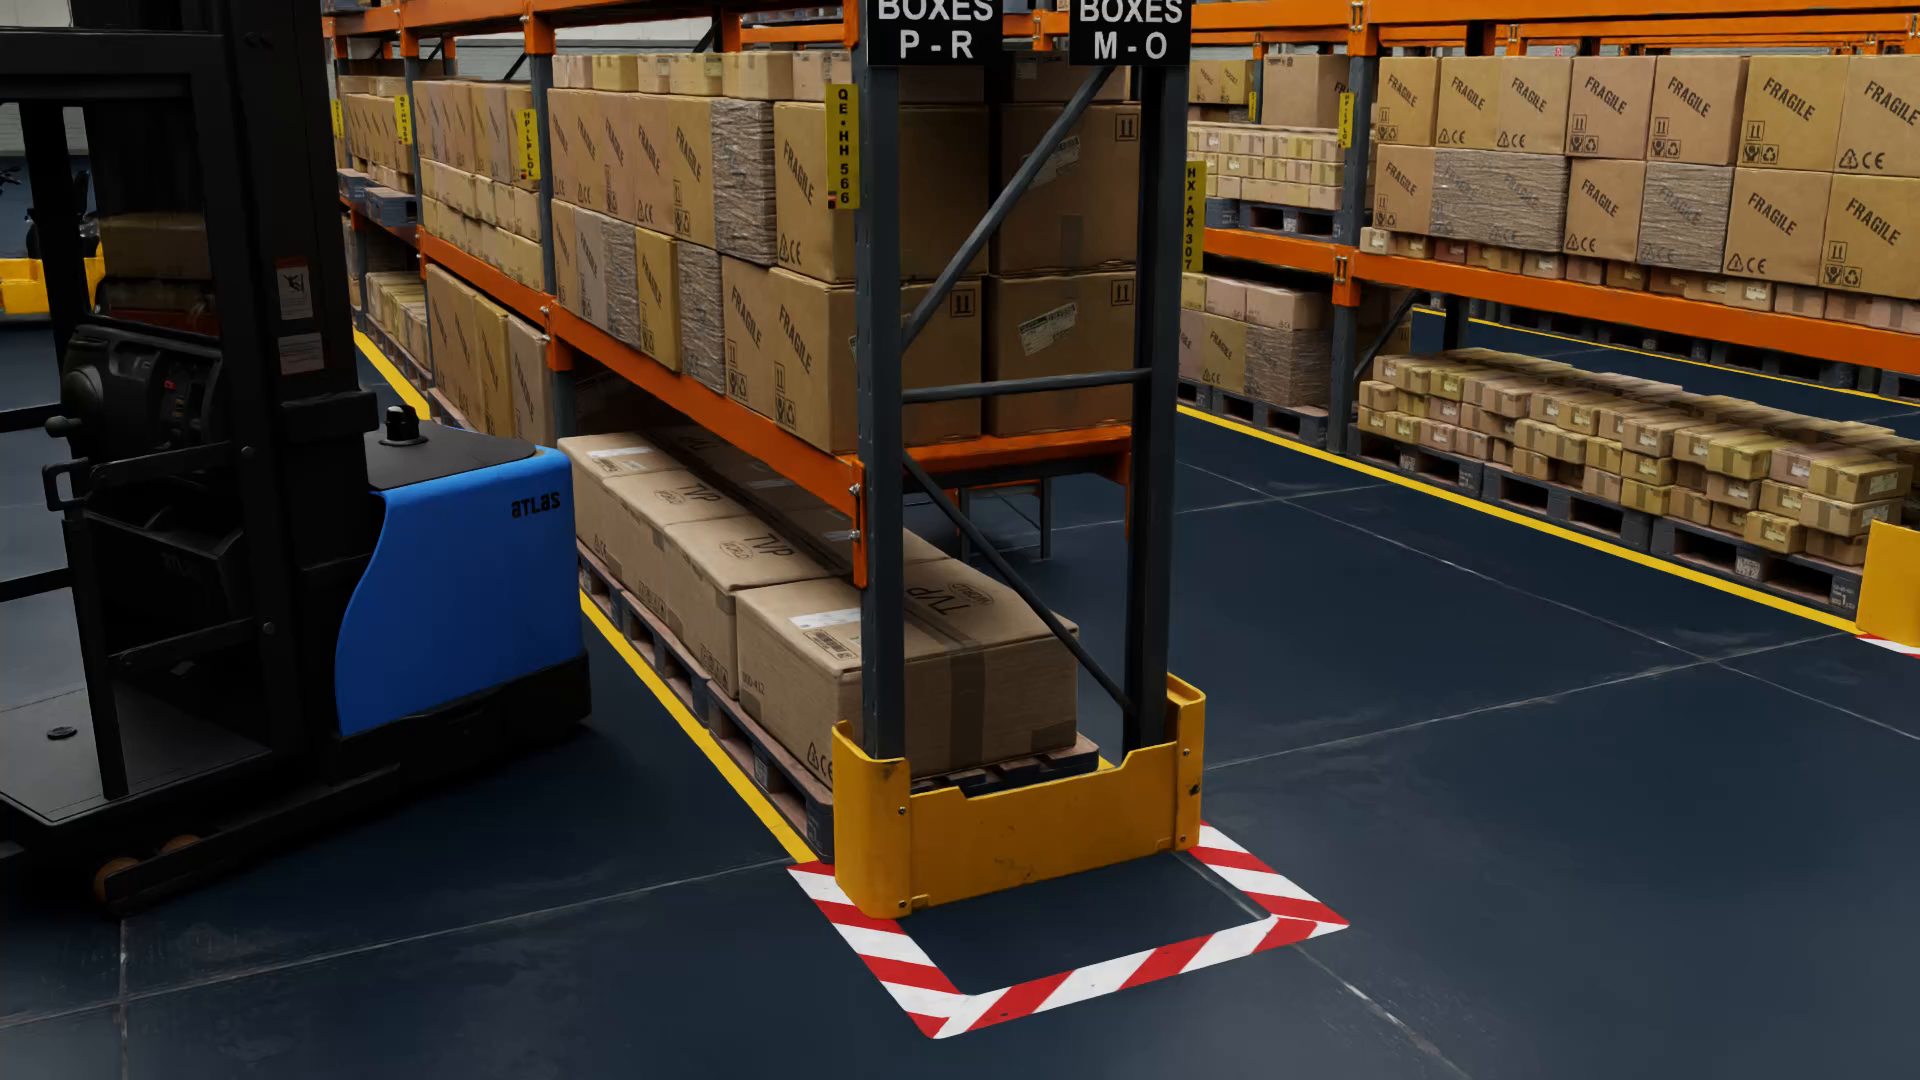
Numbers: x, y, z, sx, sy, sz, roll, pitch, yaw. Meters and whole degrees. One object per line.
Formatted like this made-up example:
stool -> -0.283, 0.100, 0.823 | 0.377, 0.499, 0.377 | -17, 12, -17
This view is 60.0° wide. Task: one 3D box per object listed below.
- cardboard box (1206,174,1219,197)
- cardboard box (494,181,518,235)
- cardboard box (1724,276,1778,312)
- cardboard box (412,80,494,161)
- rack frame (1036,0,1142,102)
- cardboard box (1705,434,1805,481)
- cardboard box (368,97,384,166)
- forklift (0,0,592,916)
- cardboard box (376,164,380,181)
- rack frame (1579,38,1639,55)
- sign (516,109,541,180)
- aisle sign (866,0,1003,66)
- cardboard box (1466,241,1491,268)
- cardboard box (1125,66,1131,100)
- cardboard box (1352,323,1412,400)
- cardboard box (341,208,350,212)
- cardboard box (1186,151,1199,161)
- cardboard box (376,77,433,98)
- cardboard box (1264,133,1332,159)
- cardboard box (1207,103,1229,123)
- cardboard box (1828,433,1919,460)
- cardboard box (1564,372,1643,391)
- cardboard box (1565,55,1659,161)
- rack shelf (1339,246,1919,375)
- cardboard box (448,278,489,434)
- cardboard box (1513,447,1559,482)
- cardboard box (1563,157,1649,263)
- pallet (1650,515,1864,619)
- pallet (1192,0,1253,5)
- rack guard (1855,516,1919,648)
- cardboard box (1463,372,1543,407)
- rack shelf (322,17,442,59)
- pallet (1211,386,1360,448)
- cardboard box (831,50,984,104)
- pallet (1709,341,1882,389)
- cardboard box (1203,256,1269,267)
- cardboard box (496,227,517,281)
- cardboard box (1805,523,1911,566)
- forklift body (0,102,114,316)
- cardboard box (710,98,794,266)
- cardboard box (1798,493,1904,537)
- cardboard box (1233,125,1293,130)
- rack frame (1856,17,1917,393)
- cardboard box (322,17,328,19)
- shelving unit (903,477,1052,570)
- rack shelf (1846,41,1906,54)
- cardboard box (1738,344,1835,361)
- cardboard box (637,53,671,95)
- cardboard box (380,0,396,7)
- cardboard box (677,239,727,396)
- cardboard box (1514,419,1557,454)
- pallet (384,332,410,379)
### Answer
cardboard box -> 1.911, -2.535, 11.841 | 0.380, 0.149, 0.250 | -7, 17, -22
cardboard box -> -2.206, -1.805, 8.967 | 0.500, 0.250, 0.500 | -7, 18, -24
cardboard box -> 3.861, -1.178, 7.873 | 0.380, 0.149, 0.250 | -7, 17, -23
cardboard box -> -3.325, -2.802, 11.084 | 0.500, 0.500, 0.500 | -8, 18, -27
rack frame -> 1.084, -3.049, 13.936 | 1.000, 3.000, 0.127 | -8, 18, -25
cardboard box -> 3.843, -0.401, 8.039 | 0.380, 0.149, 0.250 | -8, 18, -26
cardboard box -> -4.229, -3.149, 12.805 | 0.500, 0.500, 0.500 | -9, 18, -29
forklift -> -2.683, -0.457, 5.029 | 1.130, 2.935, 3.031 | 12, 20, 36
cardboard box -> -4.426, -2.934, 13.231 | 0.380, 0.149, 0.250 | -8, 18, -27
rack frame -> 8.287, -5.213, 21.479 | 1.000, 3.000, 0.127 | -8, 18, -25
sign -> -2.052, -1.884, 7.923 | 0.100, 0.325, 0.005 | -8, 18, -25
aisle sign -> -0.063, -1.636, 4.301 | 0.394, 0.787, 0.004 | -8, 18, -25
cardboard box -> 3.124, -1.643, 9.495 | 0.380, 0.149, 0.250 | -9, 18, -27
cardboard box -> 2.291, -5.984, 21.632 | 0.500, 0.500, 0.500 | -8, 18, -25
cardboard box -> 2.751, -1.272, 11.517 | 0.500, 0.500, 0.500 | -7, 17, -23
cardboard box -> -6.265, -3.156, 17.174 | 0.500, 0.500, 0.500 | -7, 18, -24
cardboard box -> 1.803, -2.743, 12.026 | 0.380, 0.149, 0.250 | -7, 17, -23
cardboard box -> -4.291, -3.502, 12.857 | 0.380, 0.149, 0.250 | -9, 18, -28
cardboard box -> 2.256, -2.631, 11.095 | 0.380, 0.149, 0.250 | -8, 18, -27
cardboard box -> 3.506, -5.053, 20.201 | 0.875, 0.500, 0.500 | -8, 18, -25
cardboard box -> 4.436, -0.407, 8.060 | 0.380, 0.149, 0.250 | -7, 18, -24
cardboard box -> 3.735, -0.868, 9.667 | 0.380, 0.149, 0.250 | -9, 18, -28
cardboard box -> 3.473, -2.204, 8.461 | 0.500, 0.500, 0.500 | -8, 18, -27
rack shelf -> 3.713, -1.215, 8.851 | 1.077, 0.370, 4.000 | -8, 18, -25
cardboard box -> -2.706, -1.203, 10.595 | 0.875, 0.875, 0.875 | -7, 18, -24
cardboard box -> 3.312, -0.442, 9.261 | 0.380, 0.149, 0.250 | -8, 18, -26
cardboard box -> 3.500, -1.714, 8.565 | 0.500, 0.500, 0.500 | -7, 17, -22
pallet -> 4.232, 0.051, 8.191 | 1.003, 0.211, 1.213 | -8, 18, -25
pallet -> 2.205, -3.831, 11.565 | 1.213, 0.211, 1.003 | -8, 18, -25
rack guard -> 4.556, 0.118, 7.434 | 1.175, 0.500, 0.348 | -8, 18, -25
cardboard box -> 3.159, -0.870, 9.672 | 0.380, 0.149, 0.250 | -8, 18, -26
rack shelf -> -5.950, -5.009, 16.634 | 1.077, 0.370, 4.000 | -8, 18, -25
pallet -> 2.494, -0.909, 11.537 | 1.003, 0.211, 1.213 | -8, 18, -25
cardboard box -> -0.154, -1.347, 4.837 | 0.380, 0.149, 0.250 | -7, 18, -24
pallet -> 6.934, -1.473, 13.501 | 1.003, 0.211, 1.213 | -8, 18, -25
cardboard box -> 2.059, -2.020, 12.762 | 0.500, 0.250, 0.500 | -7, 18, -24
cardboard box -> -2.214, -1.569, 9.051 | 0.500, 0.250, 0.500 | -8, 18, -26
cardboard box -> 4.171, -0.002, 7.726 | 0.380, 0.149, 0.250 | -7, 18, -24
forklift body -> -8.815, -3.151, 15.830 | 2.313, 2.155, 1.214 | -8, 18, -25
cardboard box -> -0.497, -1.187, 5.456 | 0.500, 0.500, 0.500 | -8, 18, -25
cardboard box -> 4.101, -0.136, 7.654 | 0.380, 0.149, 0.250 | -8, 18, -26
cardboard box -> 2.276, -3.029, 12.482 | 0.380, 0.149, 0.250 | -7, 17, -22
rack frame -> 7.340, -2.631, 12.481 | 1.000, 3.000, 0.127 | -8, 18, -25
cardboard box -> -5.924, -5.037, 15.881 | 0.380, 0.149, 0.250 | -7, 17, -23
shelving unit -> 0.003, -0.539, 8.590 | 0.538, 1.125, 1.048 | -8, 18, -25
rack shelf -> 13.618, -6.411, 21.519 | 1.077, 0.370, 4.000 | -8, 18, -25
cardboard box -> 7.041, -1.968, 13.261 | 1.225, 0.875, 0.875 | -8, 18, -25
cardboard box -> -1.013, -1.784, 6.361 | 0.380, 0.149, 0.250 | -8, 18, -25
cardboard box -> -4.015, -4.292, 12.642 | 0.797, 0.503, 0.637 | -8, 18, -25
cardboard box -> -0.706, -0.830, 6.024 | 0.500, 0.500, 0.500 | -7, 17, -23
cardboard box -> 3.307, -0.586, 9.223 | 0.380, 0.149, 0.250 | -8, 18, -25
pallet -> -4.193, -1.581, 13.878 | 1.003, 0.211, 1.213 | -8, 18, -25
